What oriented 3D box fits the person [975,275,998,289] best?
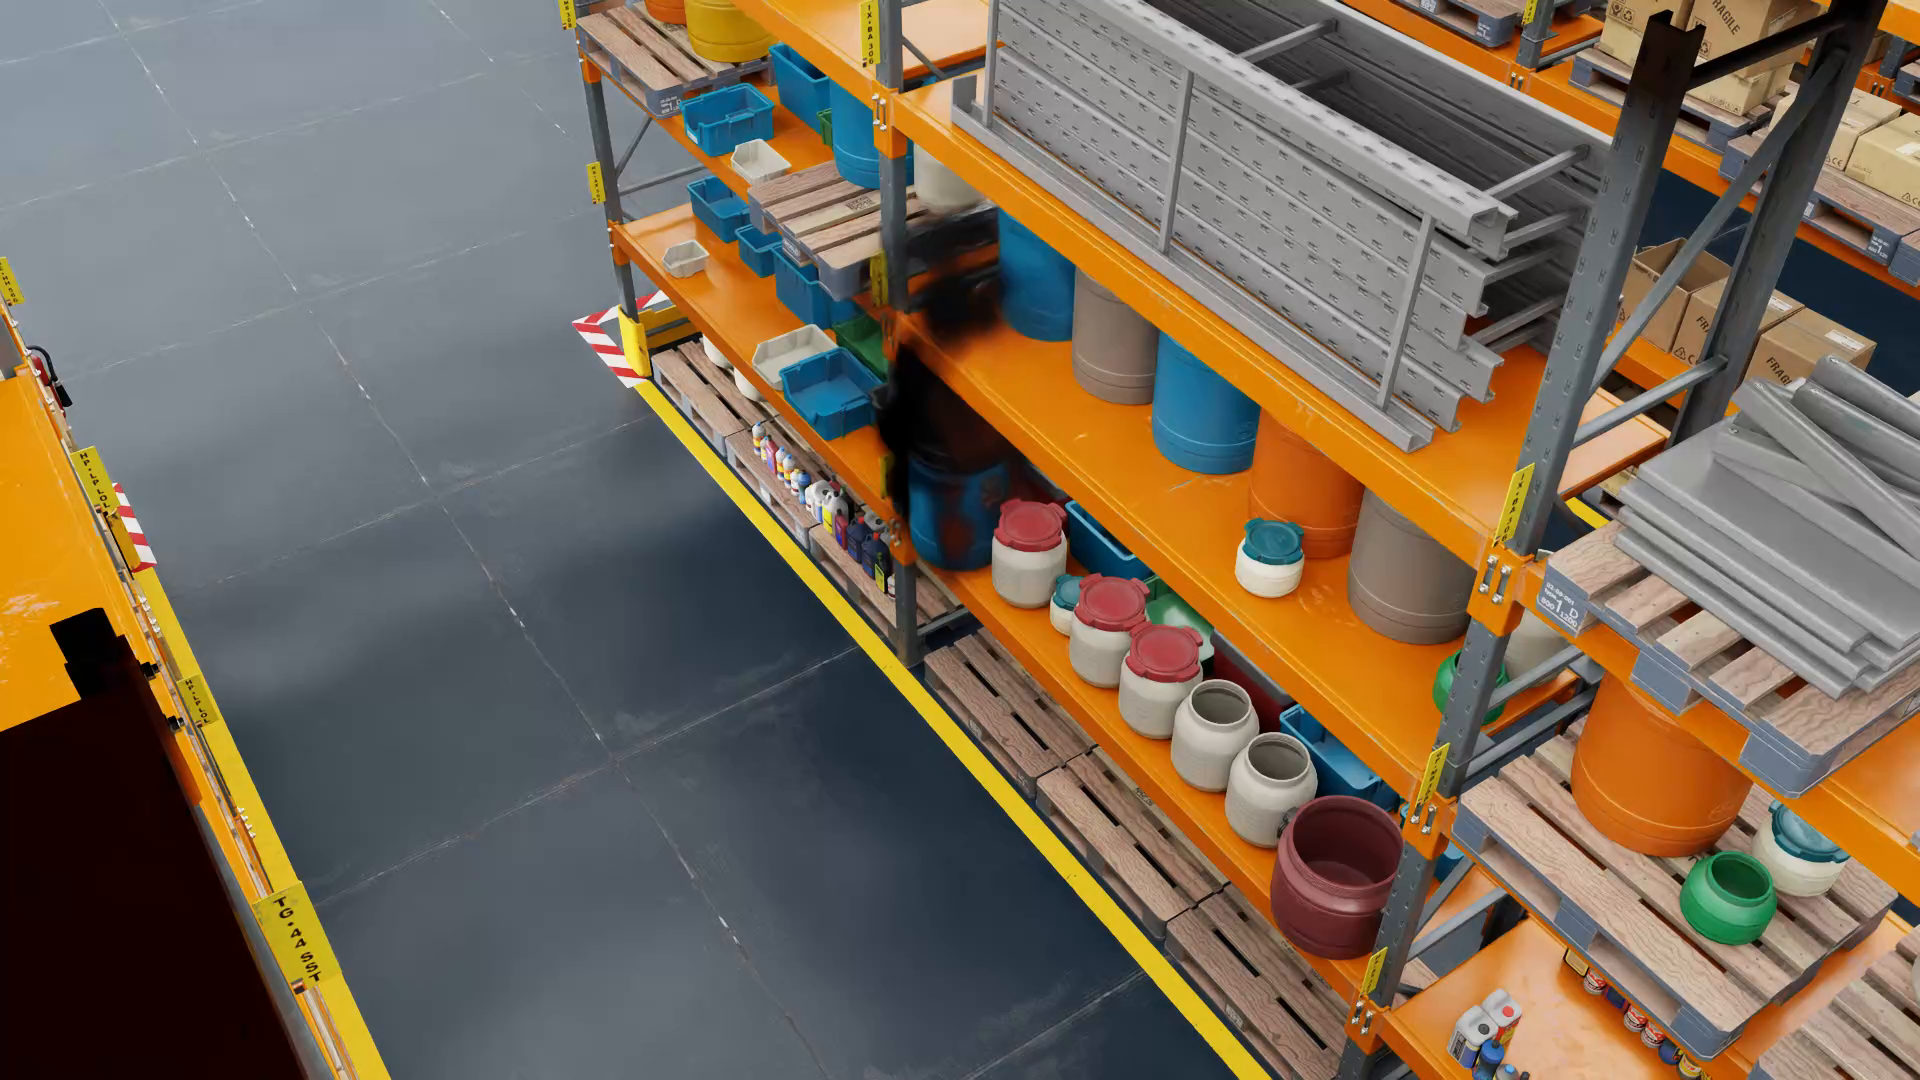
[{"bbox_3d":[-0.081,-2.660,13.368,0.872,1.632,0.552,8,43,8],"label":"person"}]
